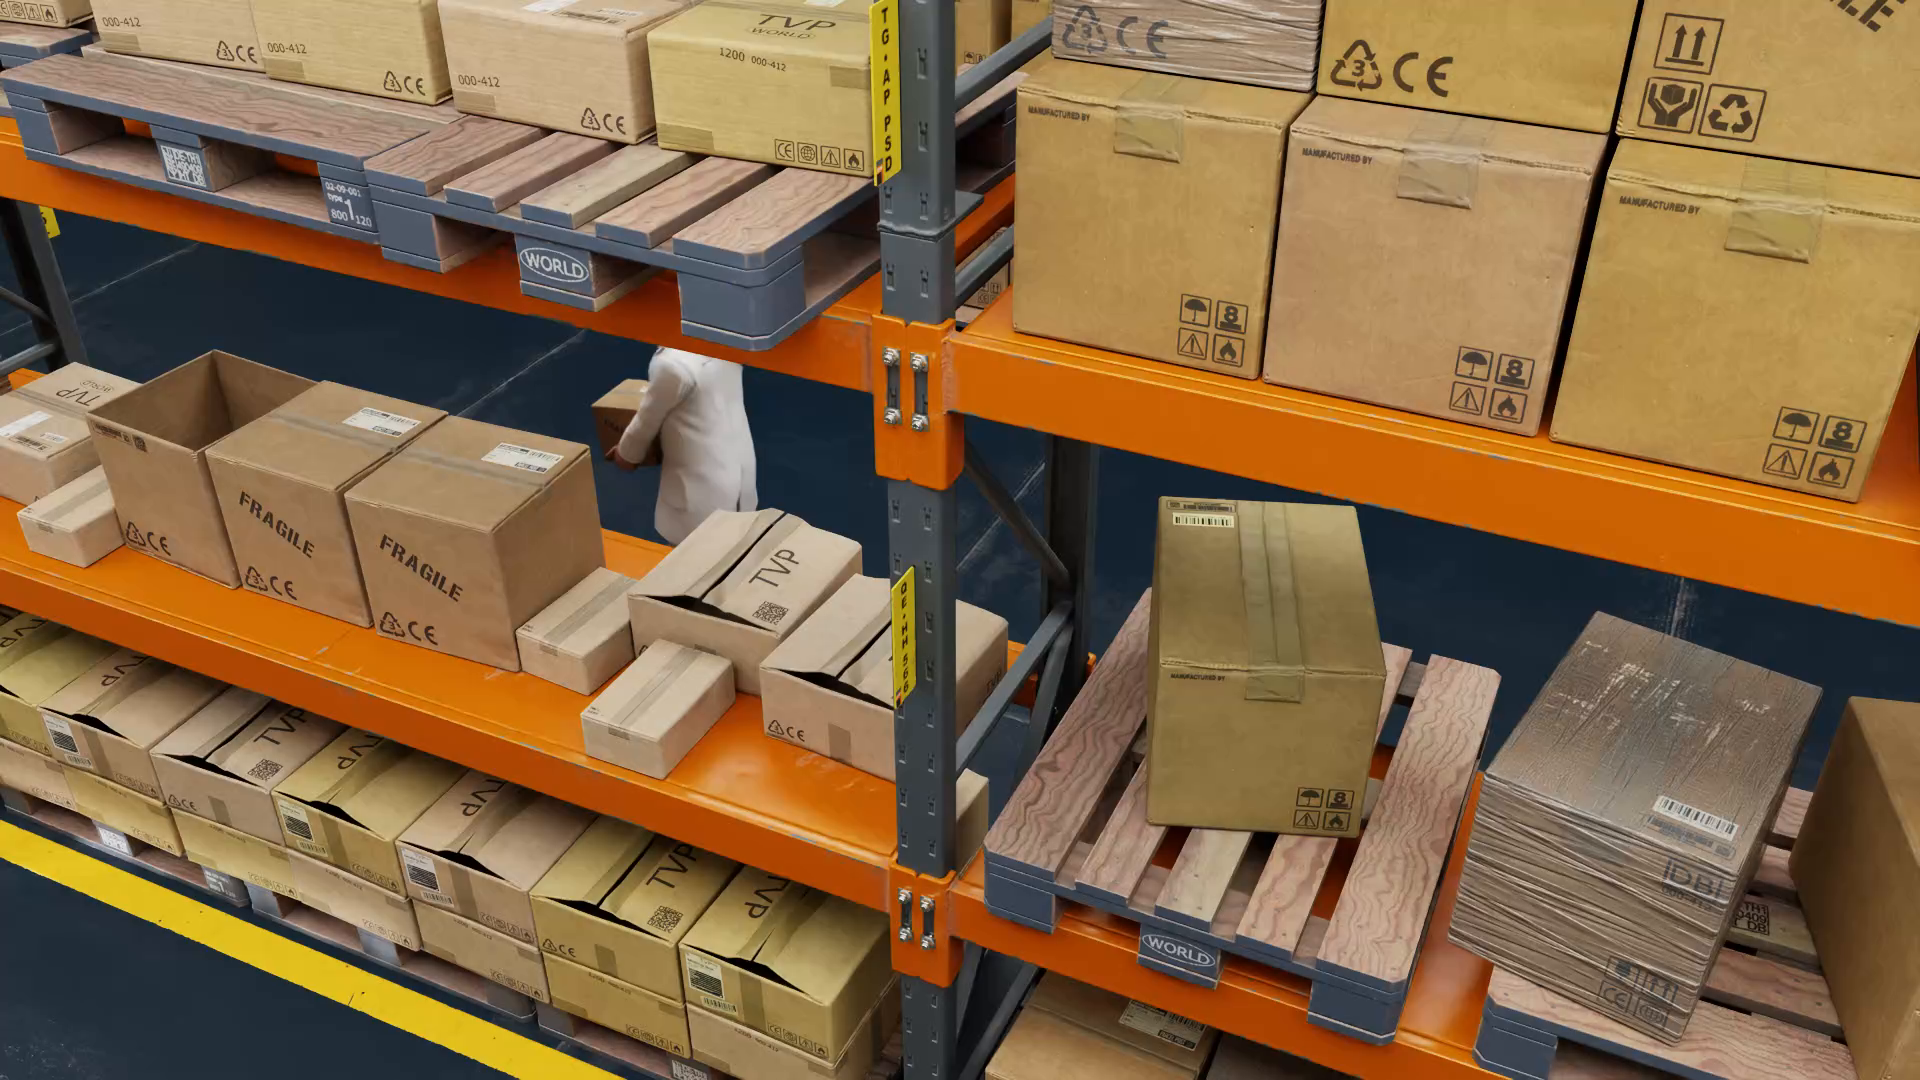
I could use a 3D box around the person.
[{"bbox_3d":[-1.099,-0.299,6.613,0.551,1.780,0.527,14,36,20],"label":"person"}]
